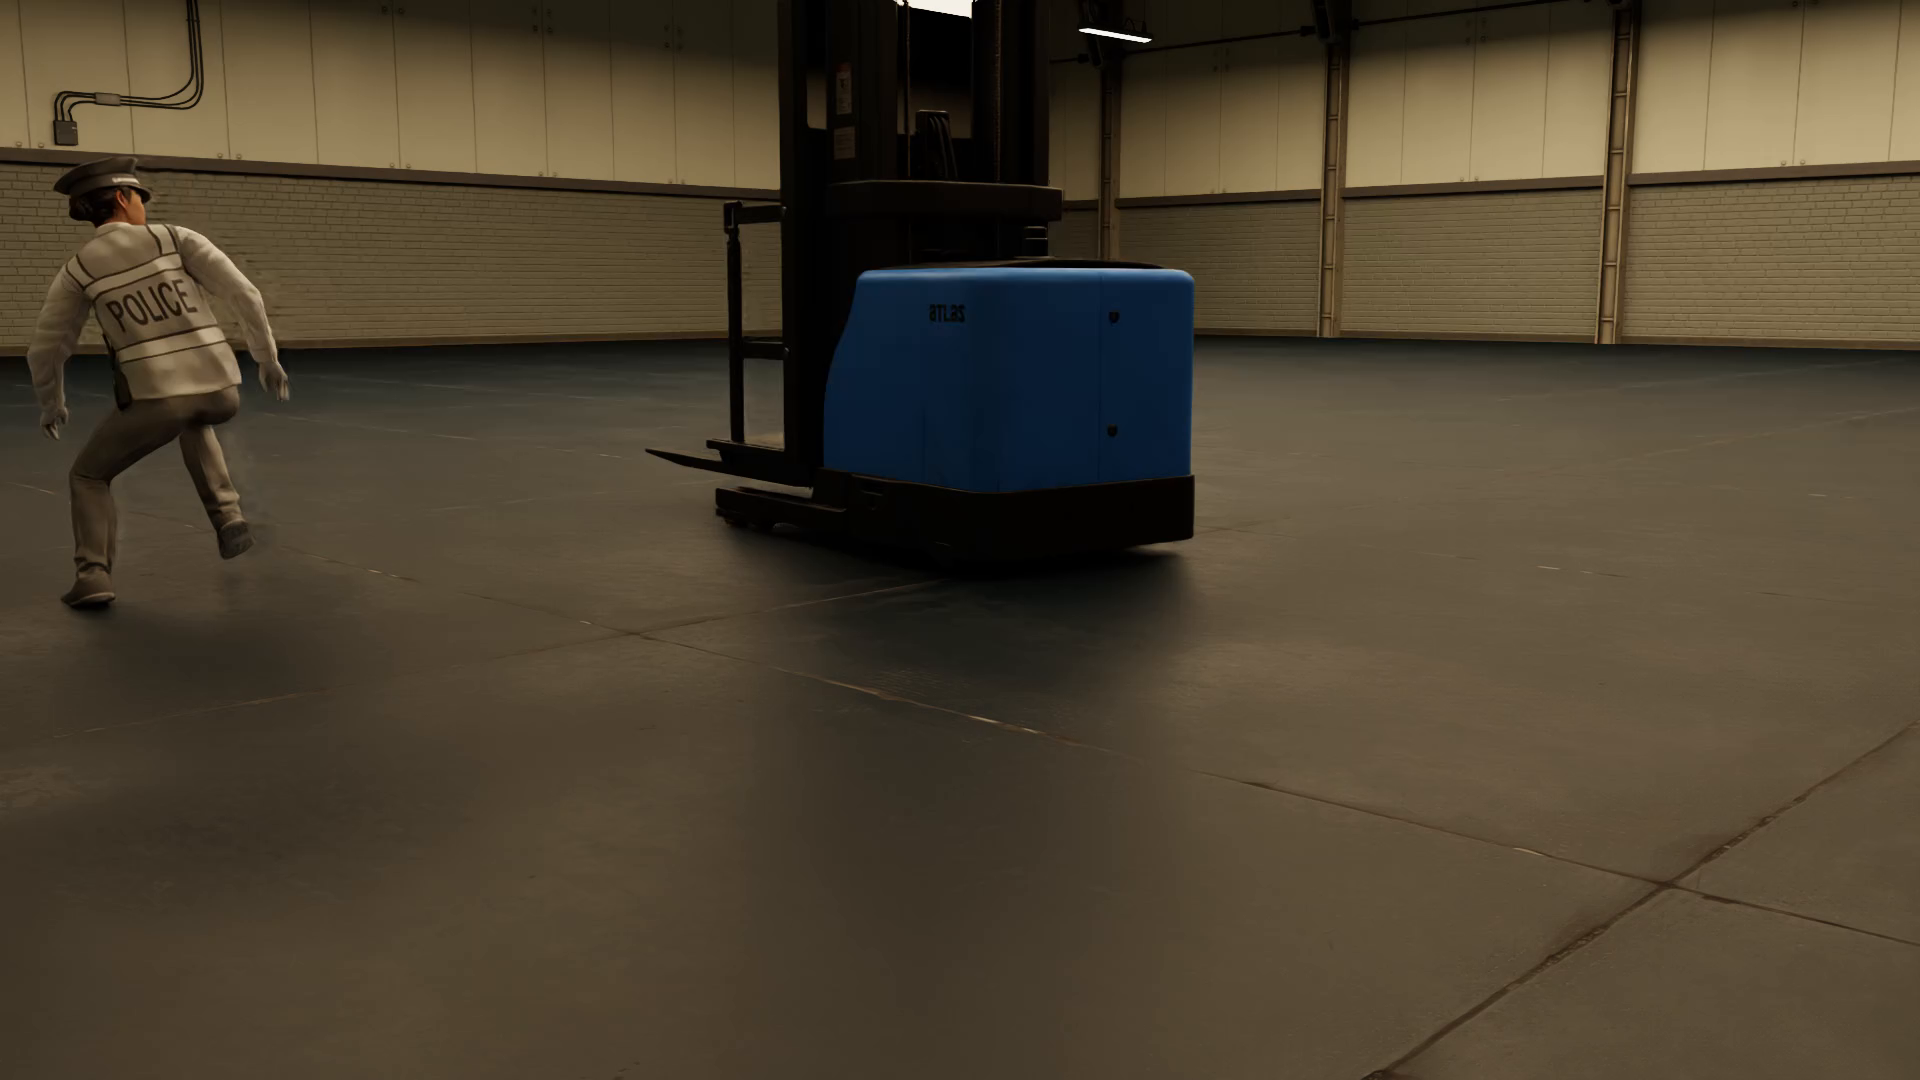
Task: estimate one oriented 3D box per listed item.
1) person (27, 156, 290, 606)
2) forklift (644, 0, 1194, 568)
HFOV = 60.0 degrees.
[{"bbox_3d":[-2.658,-0.524,5.511,0.740,1.455,0.633,-7,11,-39],"label":"person"},{"bbox_3d":[-0.391,-1.524,6.994,1.130,2.935,3.031,-6,11,-36],"label":"forklift"}]
